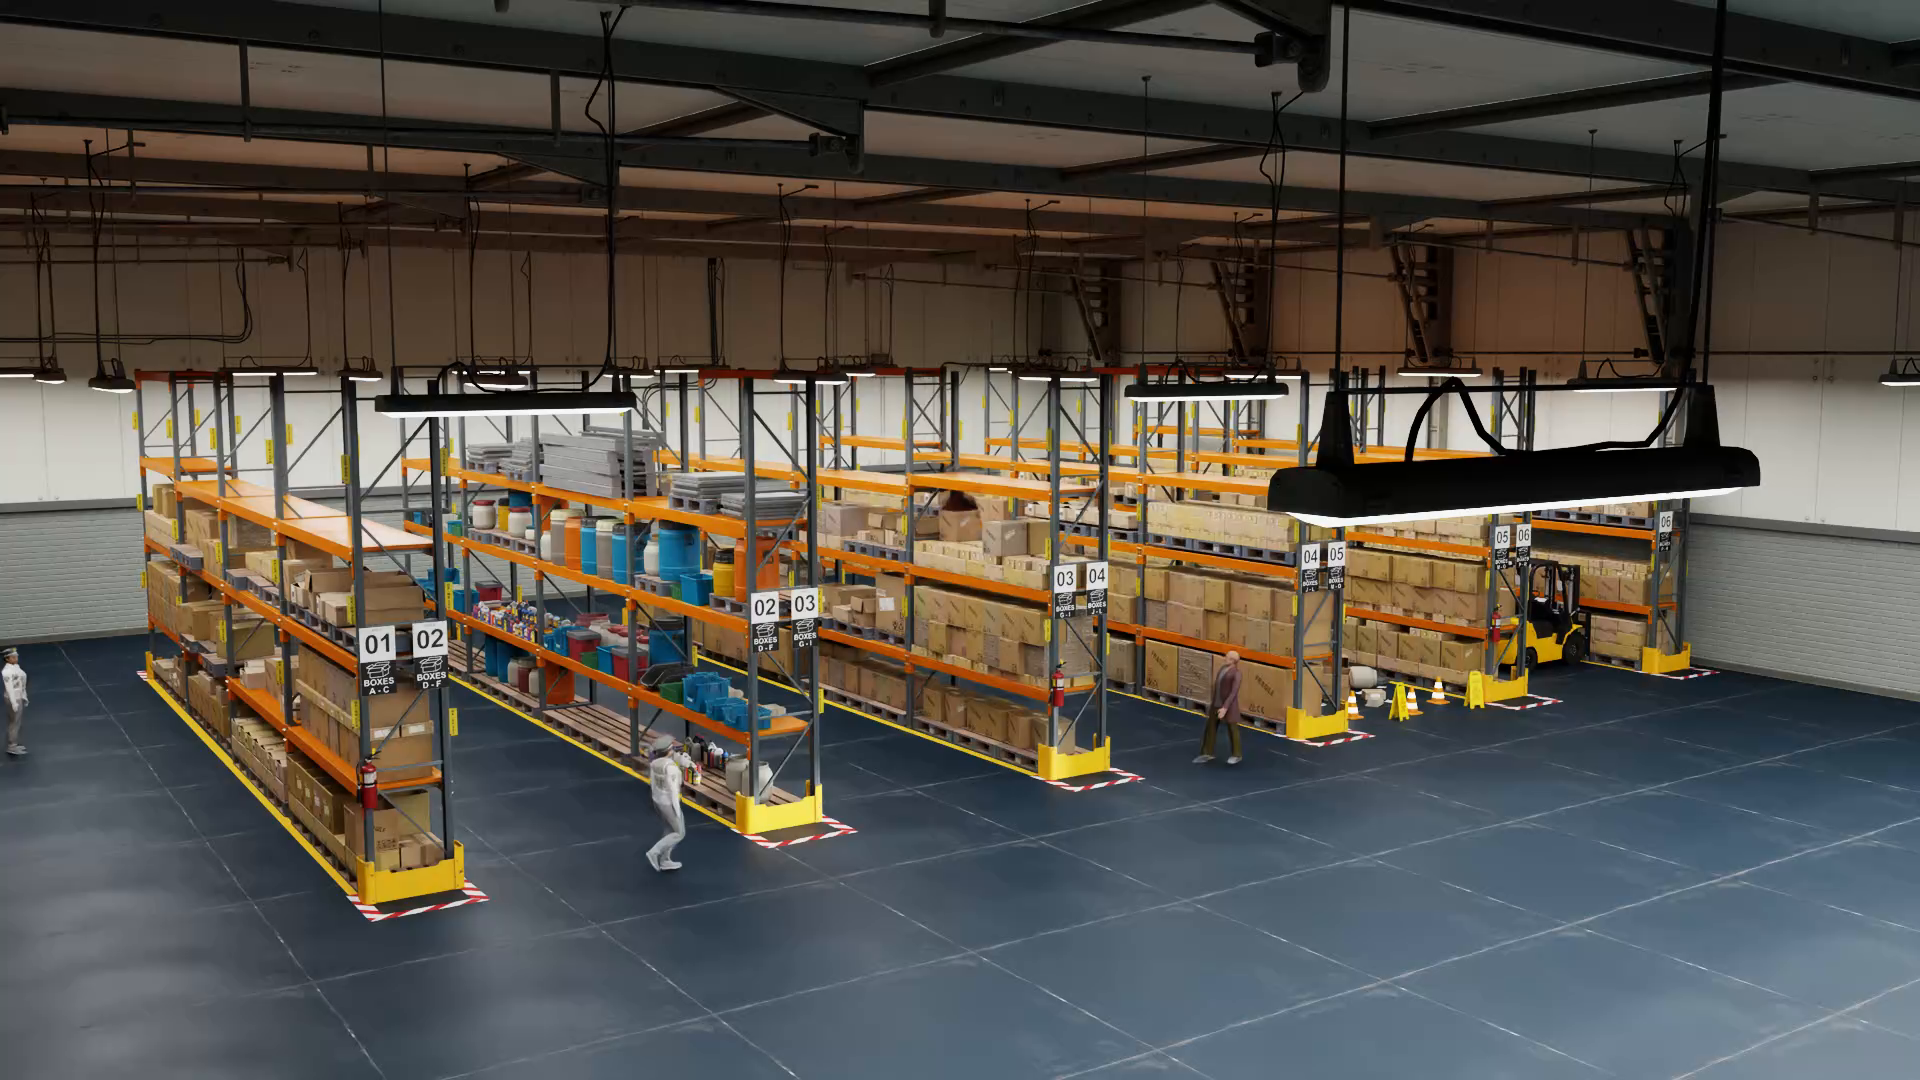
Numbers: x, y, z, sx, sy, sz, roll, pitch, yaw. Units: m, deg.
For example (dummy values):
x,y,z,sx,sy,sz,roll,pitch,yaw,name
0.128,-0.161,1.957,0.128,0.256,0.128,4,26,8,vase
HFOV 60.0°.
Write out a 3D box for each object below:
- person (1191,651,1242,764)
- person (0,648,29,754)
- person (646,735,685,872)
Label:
x,y,z,sx,sy,sz,roll,pitch,yaw,name
4.026,2.585,25.632,0.645,1.798,0.681,-6,9,-42,person
-14.947,2.546,26.337,0.392,1.719,0.504,-4,7,-31,person
-3.604,3.205,20.174,0.507,1.678,0.510,-4,7,-30,person
